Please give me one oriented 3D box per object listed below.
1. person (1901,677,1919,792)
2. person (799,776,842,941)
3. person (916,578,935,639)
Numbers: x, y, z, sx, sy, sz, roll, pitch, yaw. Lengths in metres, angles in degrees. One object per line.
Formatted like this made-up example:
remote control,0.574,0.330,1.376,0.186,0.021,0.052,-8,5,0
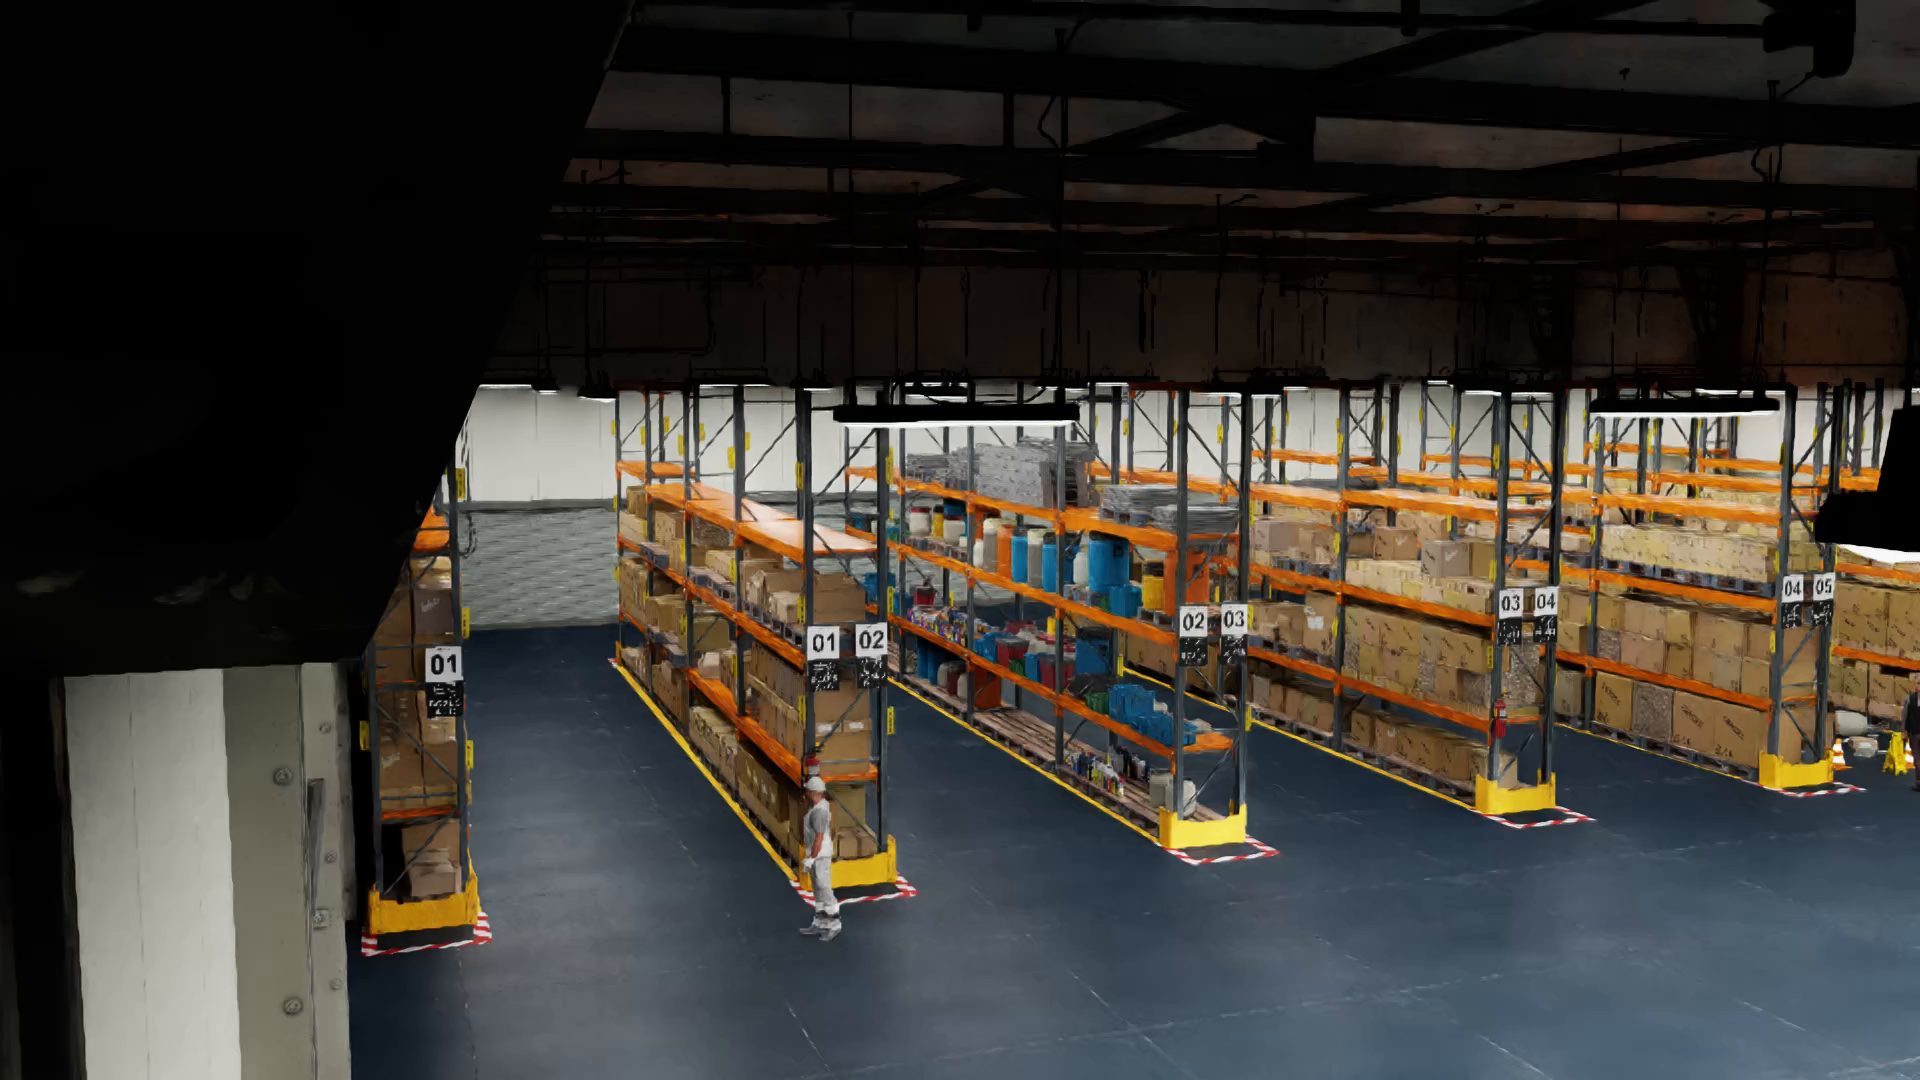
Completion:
person,14.273,2.871,24.591,0.643,1.715,0.398,5,8,39
person,-1.549,3.501,18.384,0.468,1.812,0.568,-1,6,-6
person,-0.749,1.590,37.571,0.419,1.513,1.037,-2,7,-22
